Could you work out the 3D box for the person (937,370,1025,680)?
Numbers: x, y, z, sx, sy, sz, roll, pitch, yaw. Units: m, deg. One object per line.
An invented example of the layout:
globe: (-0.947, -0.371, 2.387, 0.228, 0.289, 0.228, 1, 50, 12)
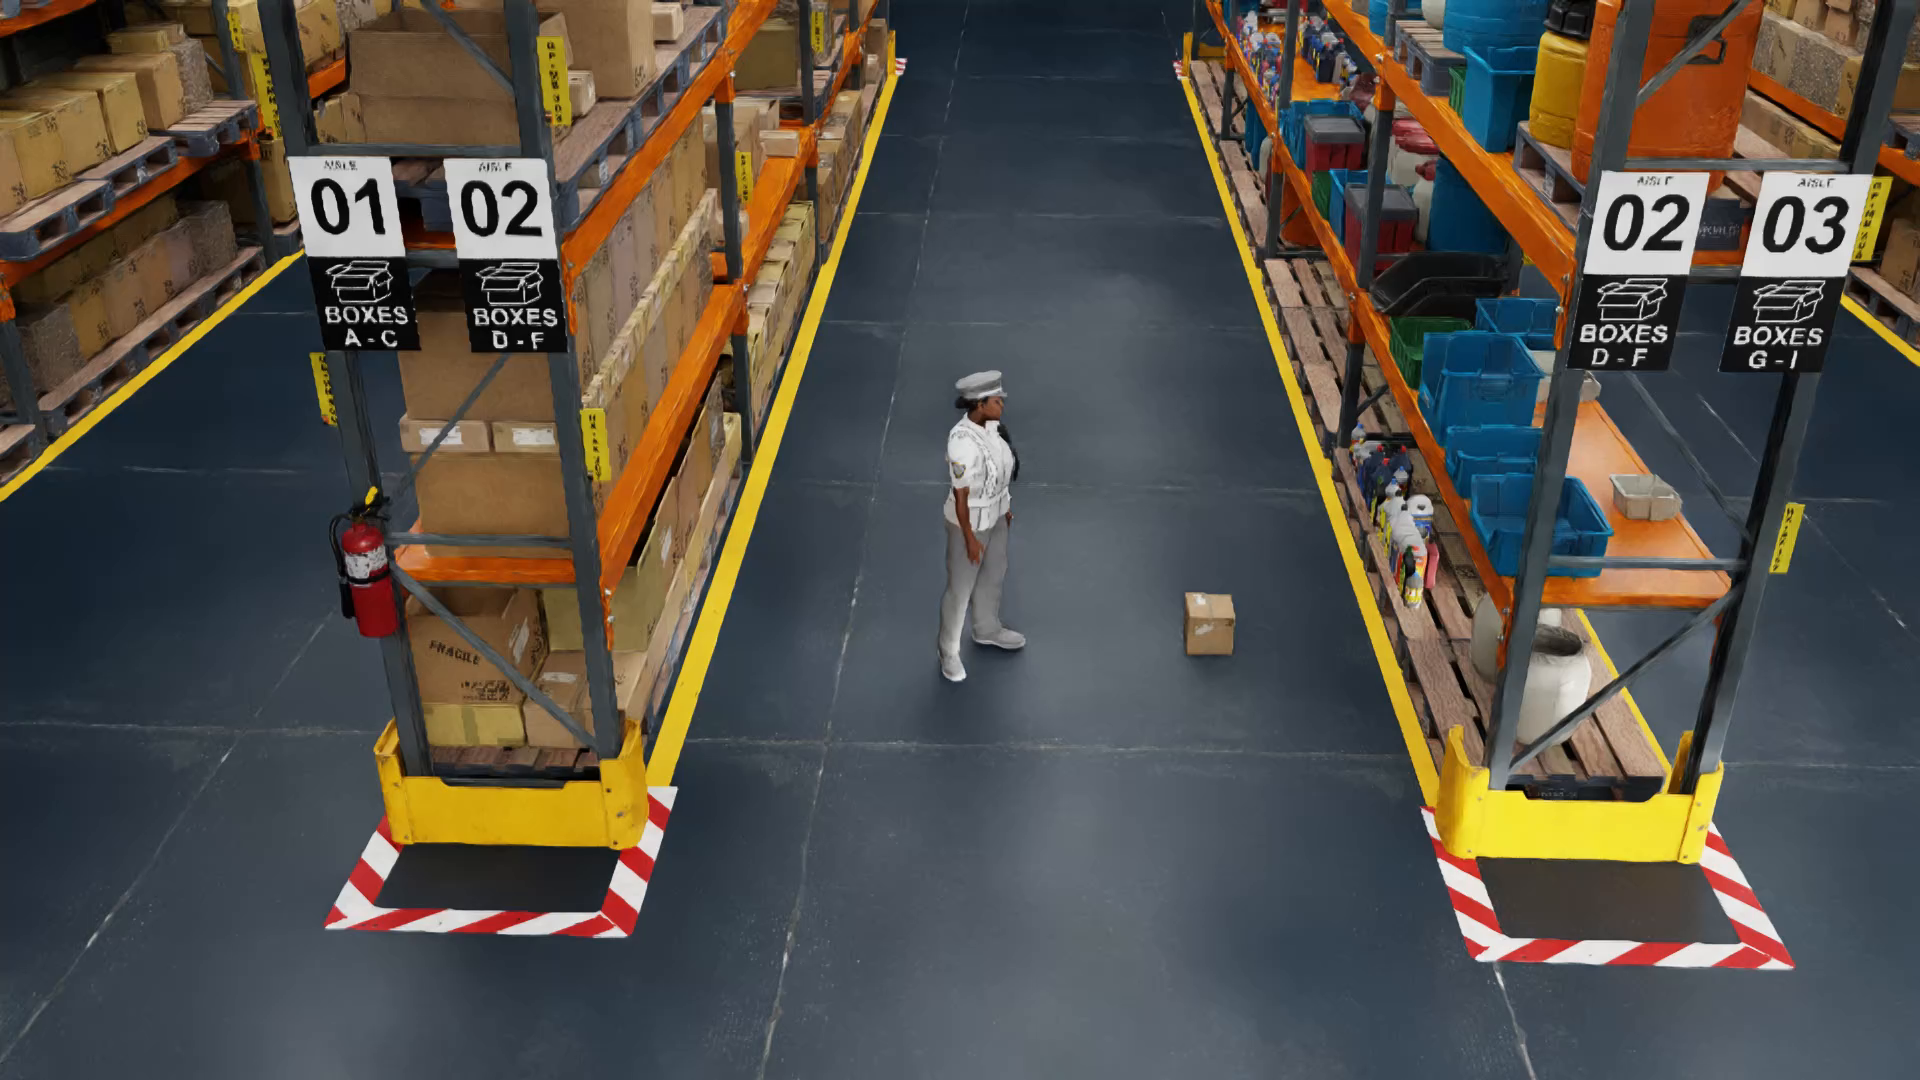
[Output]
person: (0.094, -0.102, 8.750, 0.369, 1.682, 0.577, 14, 31, 25)
